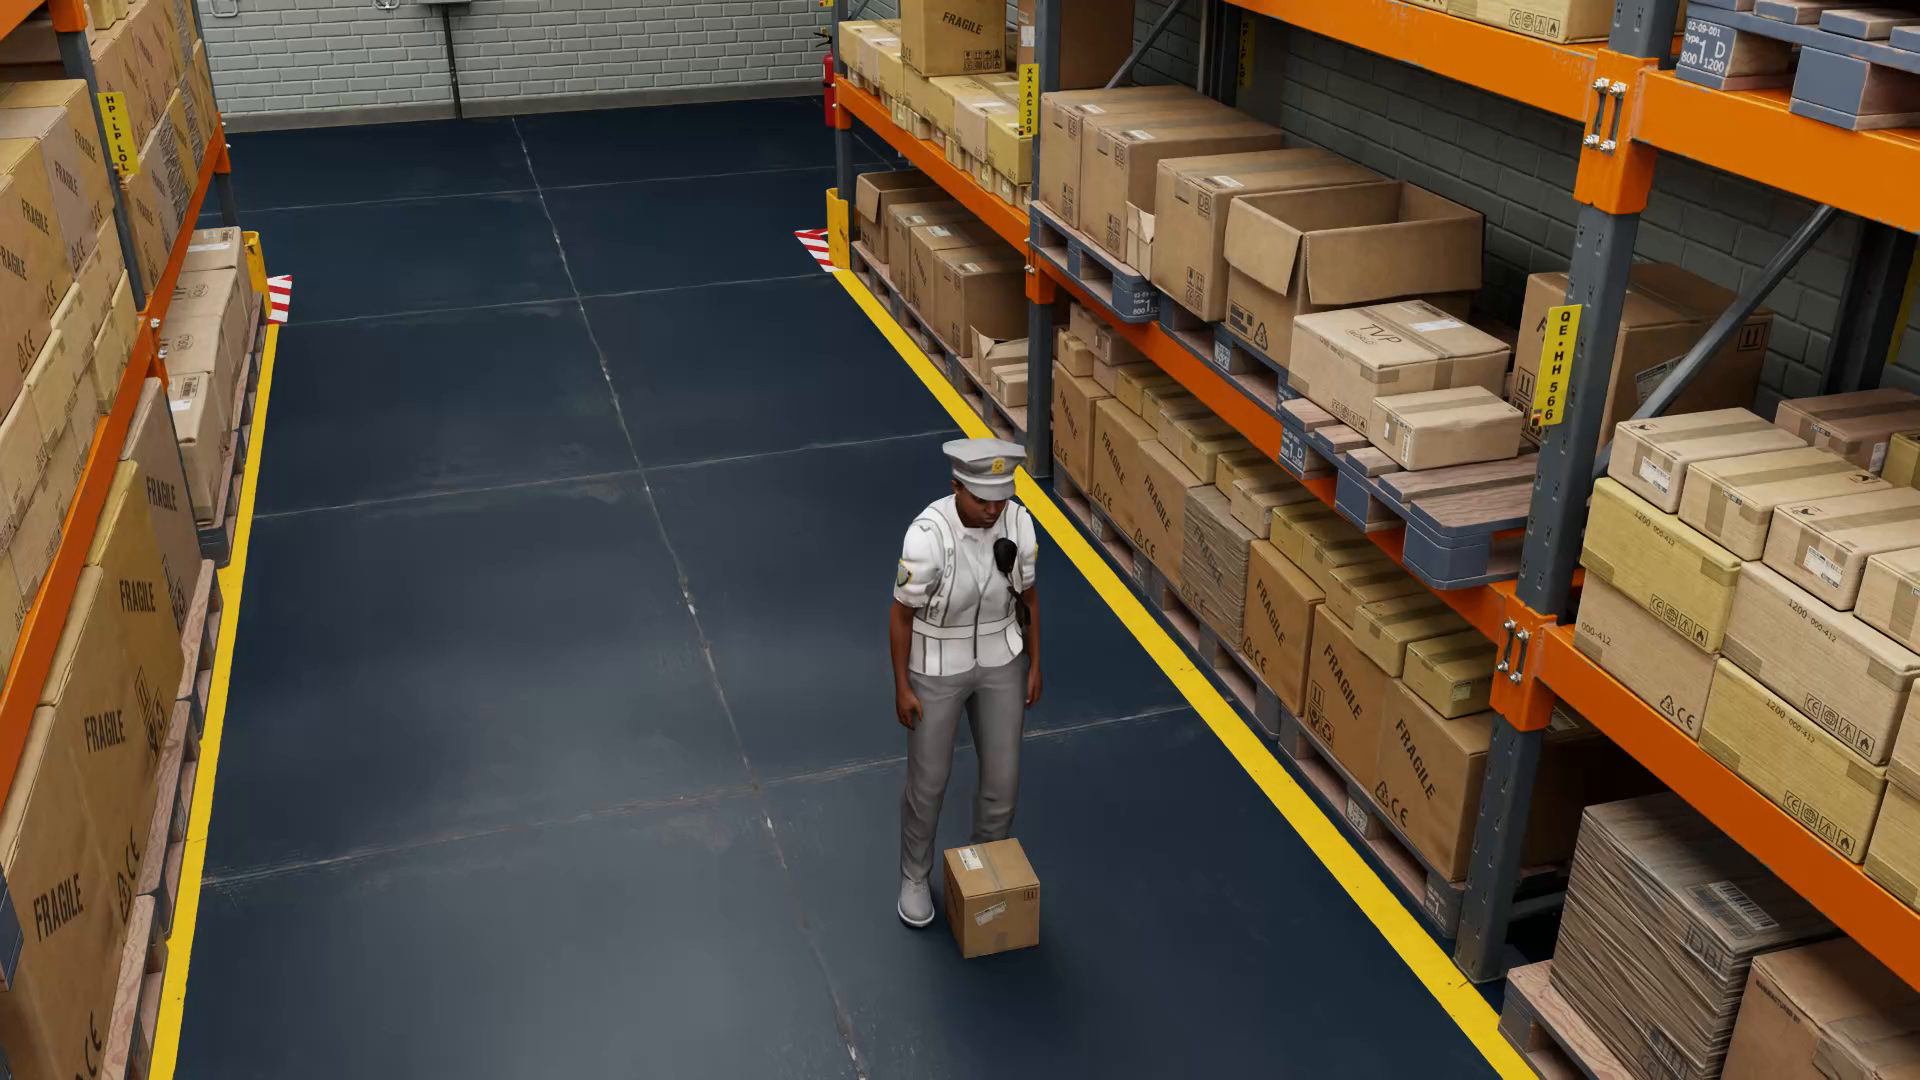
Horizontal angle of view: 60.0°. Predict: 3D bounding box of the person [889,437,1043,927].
[{"bbox_3d":[0.021,0.434,5.245,0.518,1.658,0.417,-9,28,-17],"label":"person"}]
